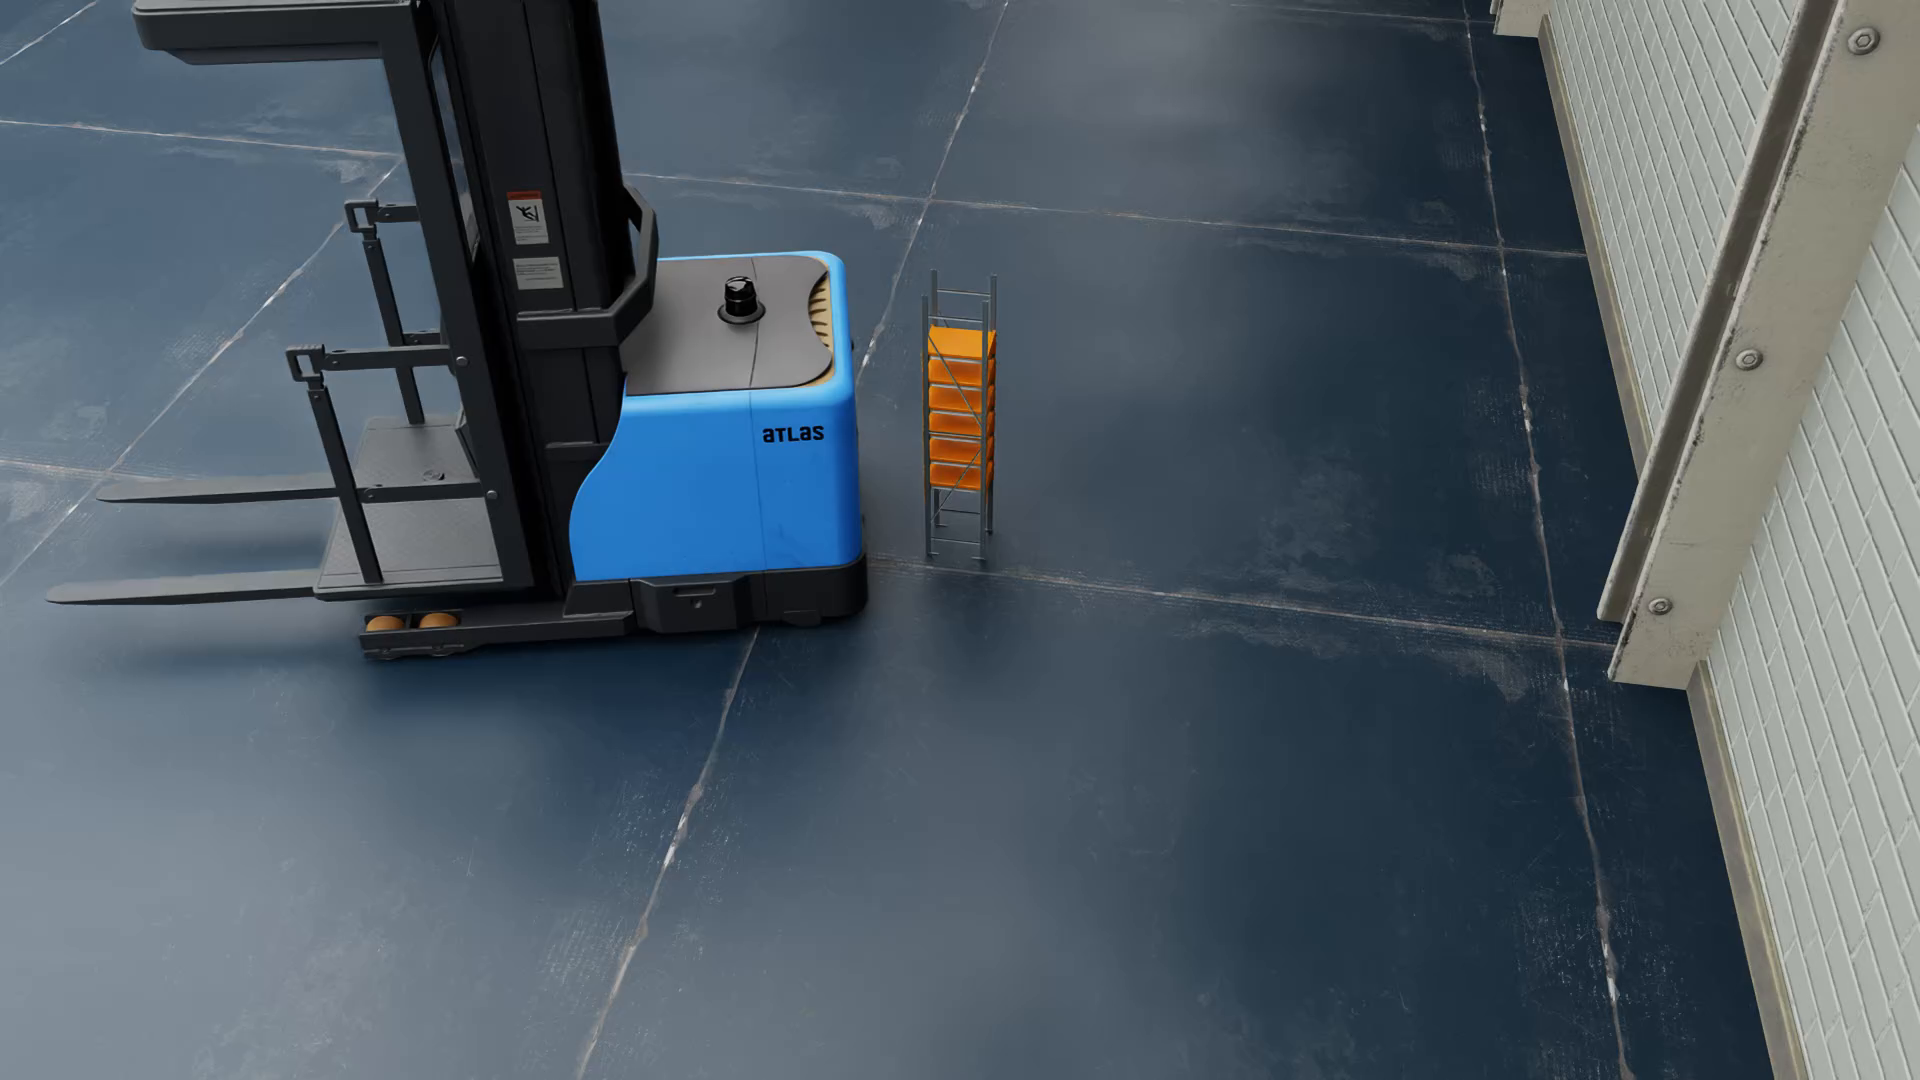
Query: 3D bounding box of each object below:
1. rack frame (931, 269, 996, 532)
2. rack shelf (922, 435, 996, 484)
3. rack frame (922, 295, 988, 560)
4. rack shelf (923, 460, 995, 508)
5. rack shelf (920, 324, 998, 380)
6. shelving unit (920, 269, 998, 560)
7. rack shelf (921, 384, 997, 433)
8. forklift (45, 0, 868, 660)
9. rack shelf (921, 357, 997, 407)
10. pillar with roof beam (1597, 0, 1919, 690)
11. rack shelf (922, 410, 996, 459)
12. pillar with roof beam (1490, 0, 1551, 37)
[{"bbox_3d":[0.013,-0.511,6.426,0.240,1.200,0.006,6,40,8],"label":"rack frame"},{"bbox_3d":[-0.002,-0.327,6.461,0.258,0.103,0.180,6,40,8],"label":"rack shelf"},{"bbox_3d":[-0.018,-0.396,6.287,0.240,1.200,0.006,6,40,8],"label":"rack frame"},{"bbox_3d":[-0.003,-0.234,6.538,0.258,0.103,0.180,6,40,8],"label":"rack shelf"},{"bbox_3d":[-0.002,-0.697,6.156,0.258,0.103,0.180,6,40,8],"label":"rack shelf"},{"bbox_3d":[-0.002,-0.453,6.357,0.258,1.200,0.189,6,40,8],"label":"shelving unit"},{"bbox_3d":[-0.002,-0.512,6.309,0.258,0.103,0.180,6,40,8],"label":"rack shelf"},{"bbox_3d":[-1.900,-1.037,5.704,3.031,2.935,1.130,-3,40,-4],"label":"forklift"},{"bbox_3d":[-0.002,-0.604,6.232,0.258,0.103,0.180,6,40,8],"label":"rack shelf"},{"bbox_3d":[-1.663,-3.533,3.960,9.100,9.000,0.400,6,40,8],"label":"pillar with roof beam"},{"bbox_3d":[-0.002,-0.419,6.385,0.258,0.103,0.180,6,40,8],"label":"rack shelf"},{"bbox_3d":[-0.624,-7.298,8.515,9.100,9.000,0.400,6,40,8],"label":"pillar with roof beam"}]
